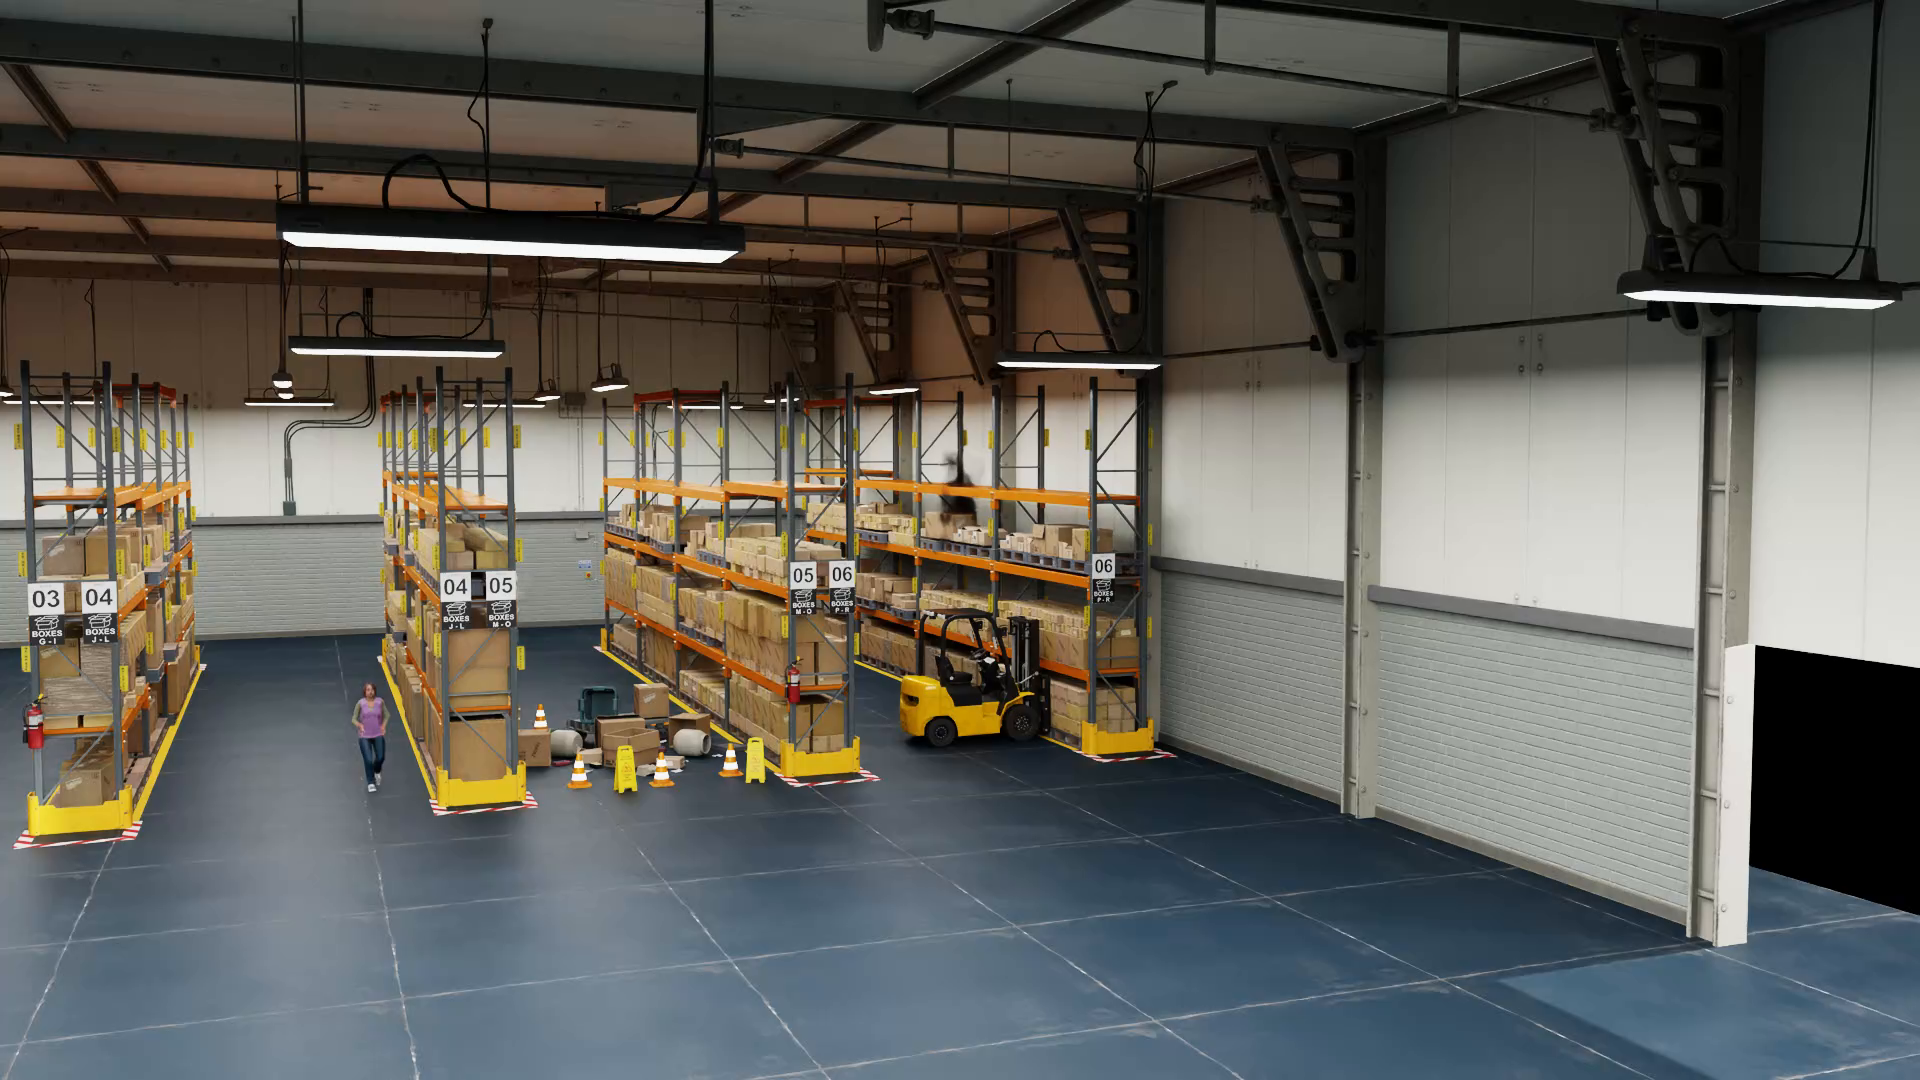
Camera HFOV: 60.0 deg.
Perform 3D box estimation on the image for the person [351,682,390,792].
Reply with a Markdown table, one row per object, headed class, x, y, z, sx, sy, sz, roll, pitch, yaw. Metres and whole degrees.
| class | x | y | z | sx | sy | sz | roll | pitch | yaw |
| --- | --- | --- | --- | --- | --- | --- | --- | --- | --- |
| person | -8.370 | 2.800 | 23.622 | 0.506 | 1.554 | 0.544 | -2 | 4 | -25 |
